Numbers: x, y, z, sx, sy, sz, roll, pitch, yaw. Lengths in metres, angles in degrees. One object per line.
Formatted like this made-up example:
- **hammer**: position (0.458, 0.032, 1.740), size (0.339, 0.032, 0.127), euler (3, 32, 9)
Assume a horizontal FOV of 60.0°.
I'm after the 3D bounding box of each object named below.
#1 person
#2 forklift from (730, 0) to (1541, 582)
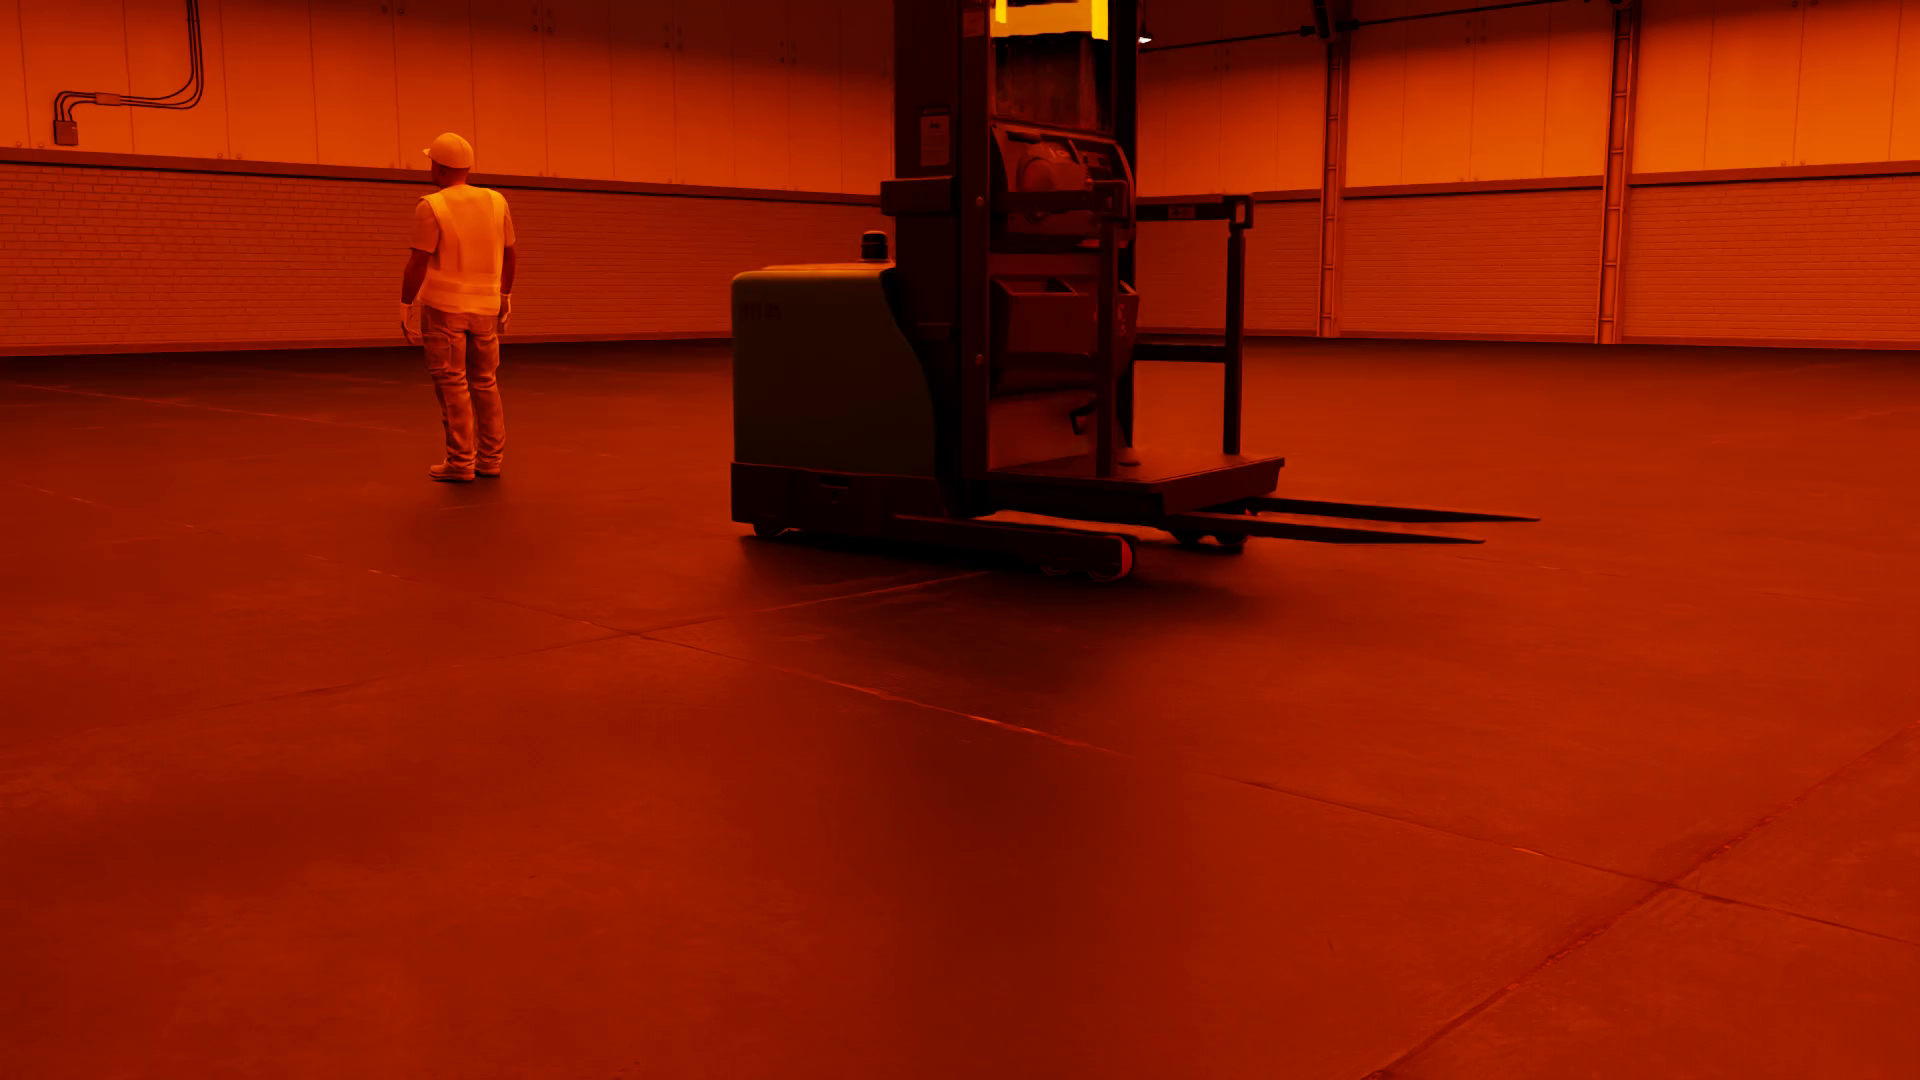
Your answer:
- **person**: position (-2.659, -1.207, 8.699), size (0.577, 1.782, 0.656), euler (7, 11, 40)
- **forklift**: position (0.567, -1.393, 6.124), size (3.031, 2.935, 1.130), euler (6, 10, 34)
